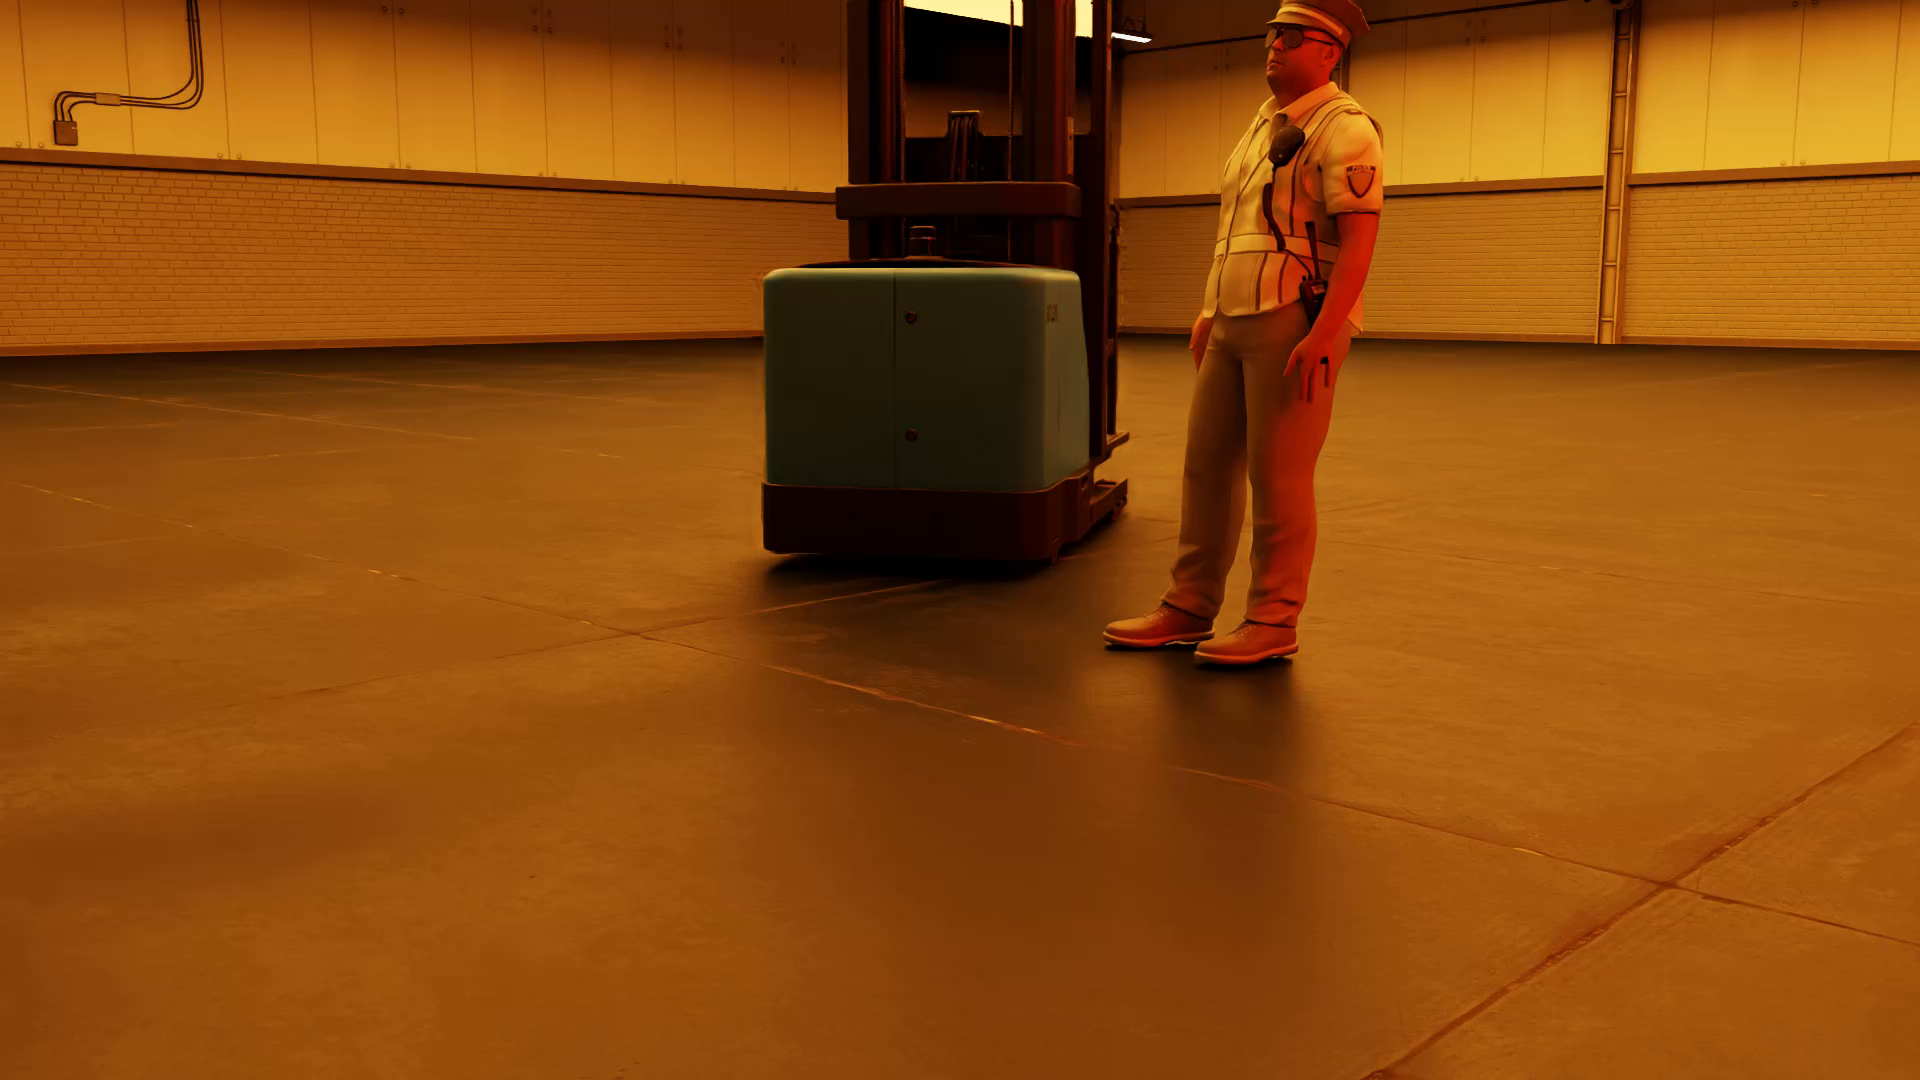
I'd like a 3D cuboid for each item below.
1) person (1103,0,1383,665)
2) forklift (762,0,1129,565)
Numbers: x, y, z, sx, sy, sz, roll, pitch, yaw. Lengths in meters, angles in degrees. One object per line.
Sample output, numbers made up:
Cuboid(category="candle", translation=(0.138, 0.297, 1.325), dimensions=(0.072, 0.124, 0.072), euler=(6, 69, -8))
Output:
Cuboid(category="person", translation=(0.769, -0.564, 4.427), dimensions=(0.577, 1.781, 0.638), euler=(-3, 9, -21))
Cuboid(category="forklift", translation=(0.131, -1.539, 7.097), dimensions=(1.130, 2.935, 3.031), euler=(2, 9, 14))
